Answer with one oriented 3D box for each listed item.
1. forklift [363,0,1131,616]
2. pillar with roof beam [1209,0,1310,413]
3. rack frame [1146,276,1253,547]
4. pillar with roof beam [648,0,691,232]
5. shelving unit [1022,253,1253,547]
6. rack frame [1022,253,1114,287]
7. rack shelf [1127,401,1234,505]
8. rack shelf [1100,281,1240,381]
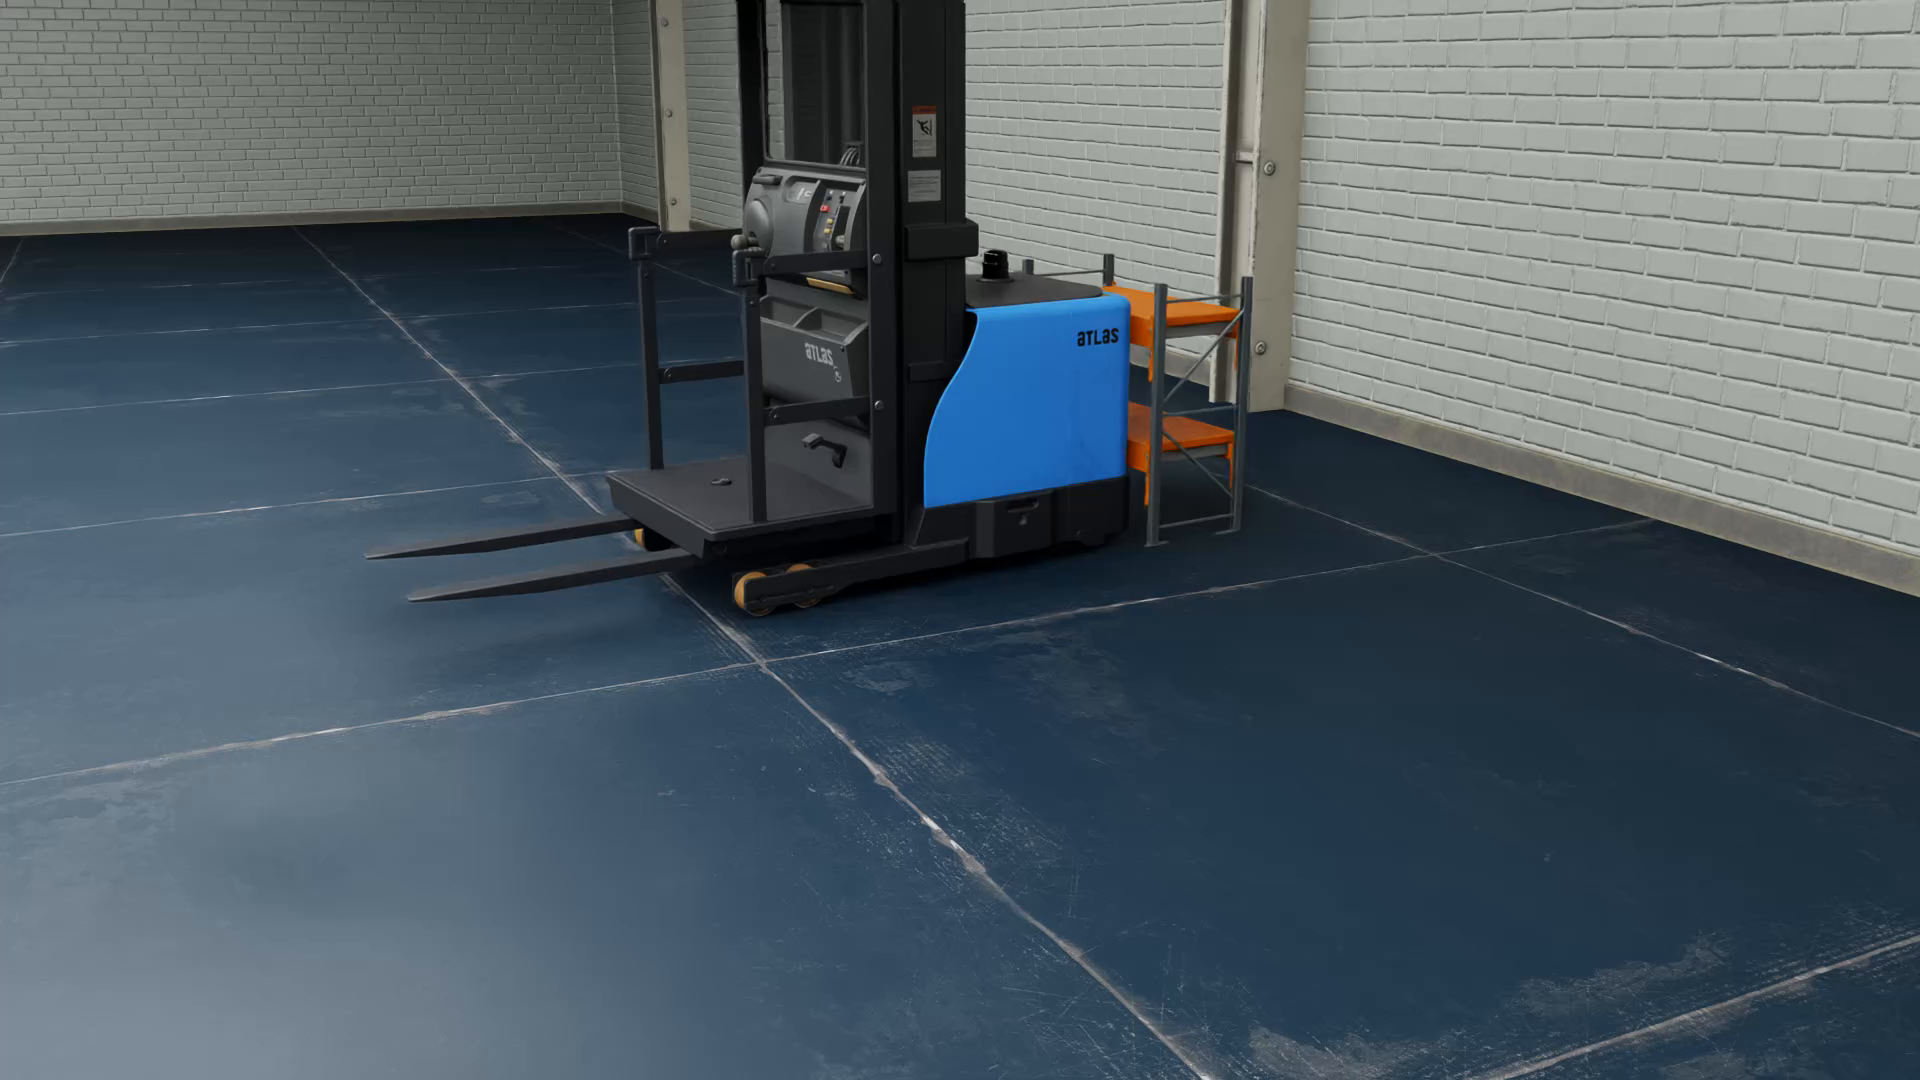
[{"bbox_3d":[-0.792,-1.287,6.422,3.031,2.935,1.130,-10,19,-31],"label":"forklift"},{"bbox_3d":[-2.118,-4.629,7.069,9.100,9.000,0.400,-8,18,-25],"label":"pillar with roof beam"},{"bbox_3d":[1.027,-0.549,7.124,0.500,1.125,0.032,-9,18,-29],"label":"rack frame"},{"bbox_3d":[-7.375,-7.605,17.437,9.100,9.000,0.400,-8,18,-25],"label":"pillar with roof beam"},{"bbox_3d":[0.769,-0.670,7.546,0.538,1.125,1.048,-9,18,-29],"label":"shelving unit"},{"bbox_3d":[0.512,-0.791,7.967,0.500,1.125,0.032,-9,18,-29],"label":"rack frame"},{"bbox_3d":[0.769,-0.435,7.613,0.538,0.278,1.000,-9,18,-29],"label":"rack shelf"},{"bbox_3d":[0.770,-0.951,7.465,0.538,0.278,1.000,-9,18,-29],"label":"rack shelf"}]
